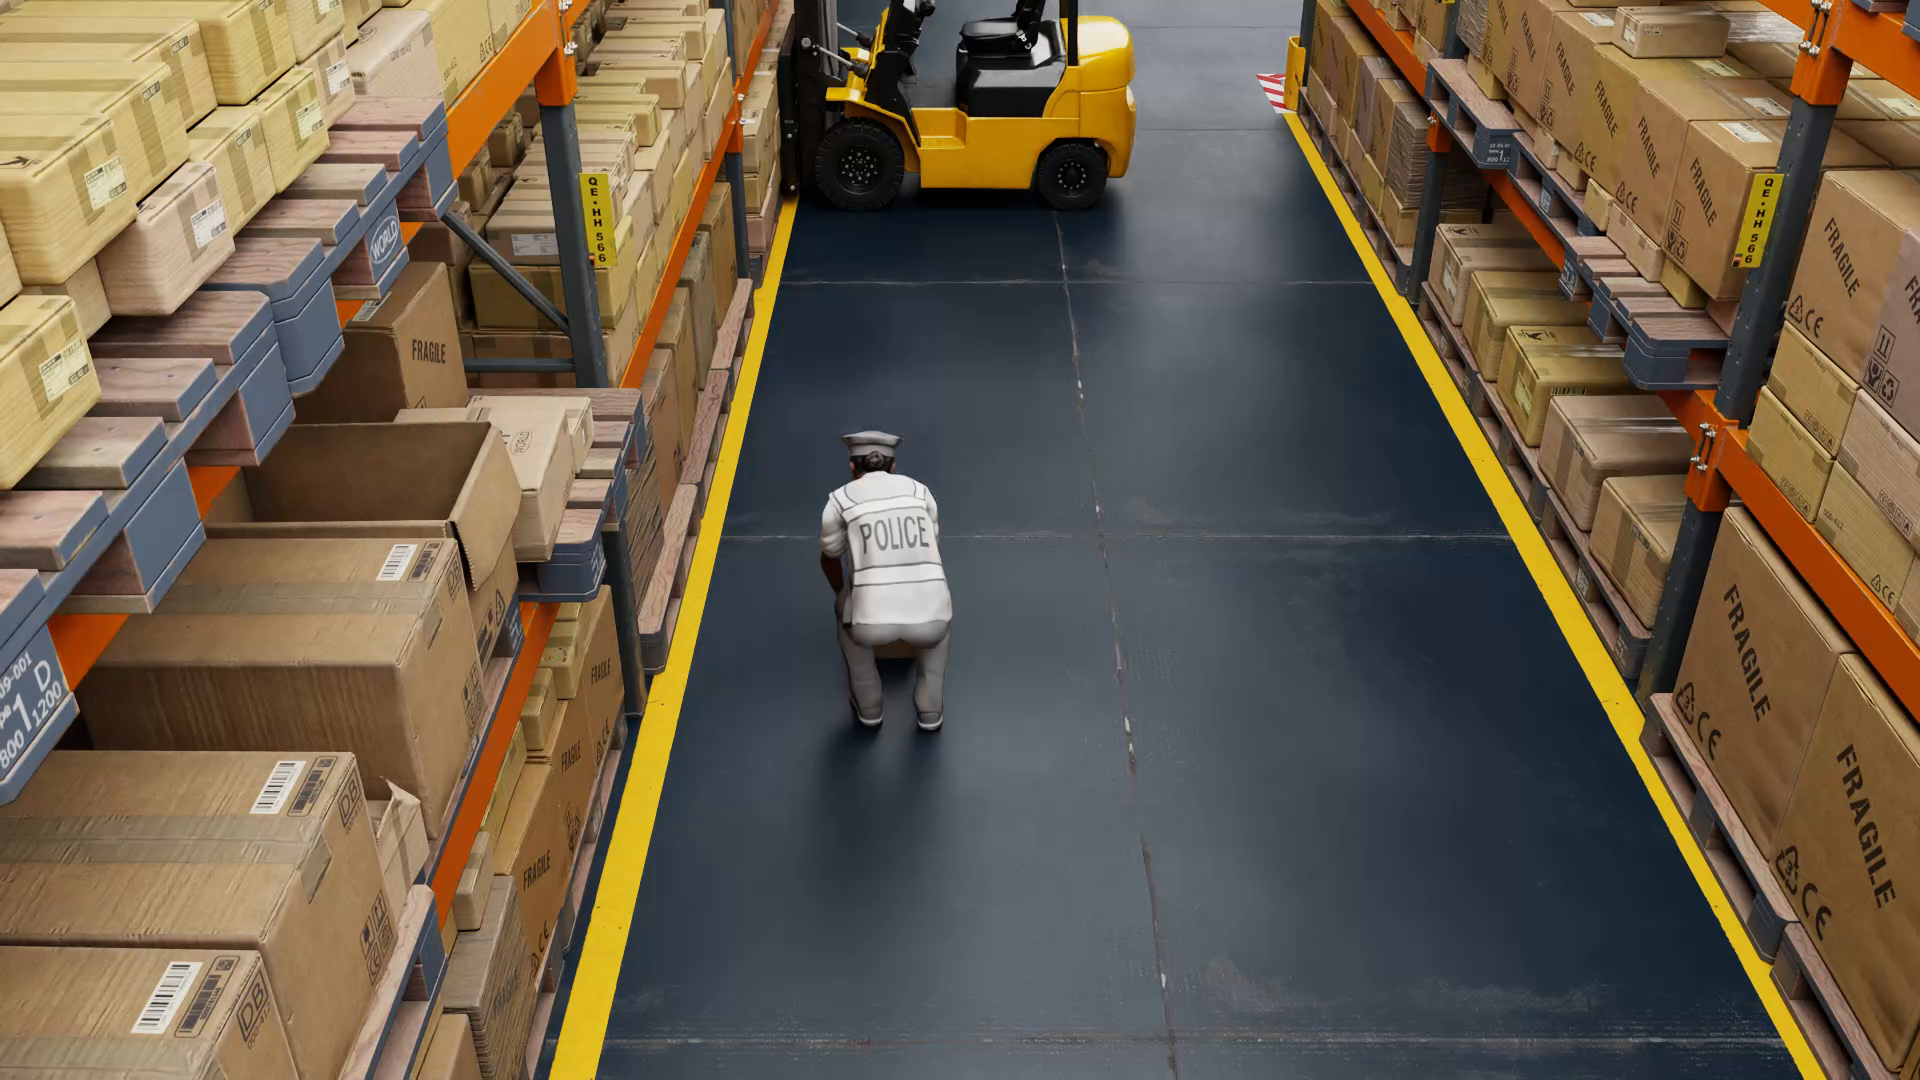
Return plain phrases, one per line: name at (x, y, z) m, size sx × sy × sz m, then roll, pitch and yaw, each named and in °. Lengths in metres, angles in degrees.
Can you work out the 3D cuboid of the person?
person at (-0.287, 0.173, 6.413) m, size 0.494 × 1.083 × 0.834 m, roll -3°, pitch 32°, yaw -5°
